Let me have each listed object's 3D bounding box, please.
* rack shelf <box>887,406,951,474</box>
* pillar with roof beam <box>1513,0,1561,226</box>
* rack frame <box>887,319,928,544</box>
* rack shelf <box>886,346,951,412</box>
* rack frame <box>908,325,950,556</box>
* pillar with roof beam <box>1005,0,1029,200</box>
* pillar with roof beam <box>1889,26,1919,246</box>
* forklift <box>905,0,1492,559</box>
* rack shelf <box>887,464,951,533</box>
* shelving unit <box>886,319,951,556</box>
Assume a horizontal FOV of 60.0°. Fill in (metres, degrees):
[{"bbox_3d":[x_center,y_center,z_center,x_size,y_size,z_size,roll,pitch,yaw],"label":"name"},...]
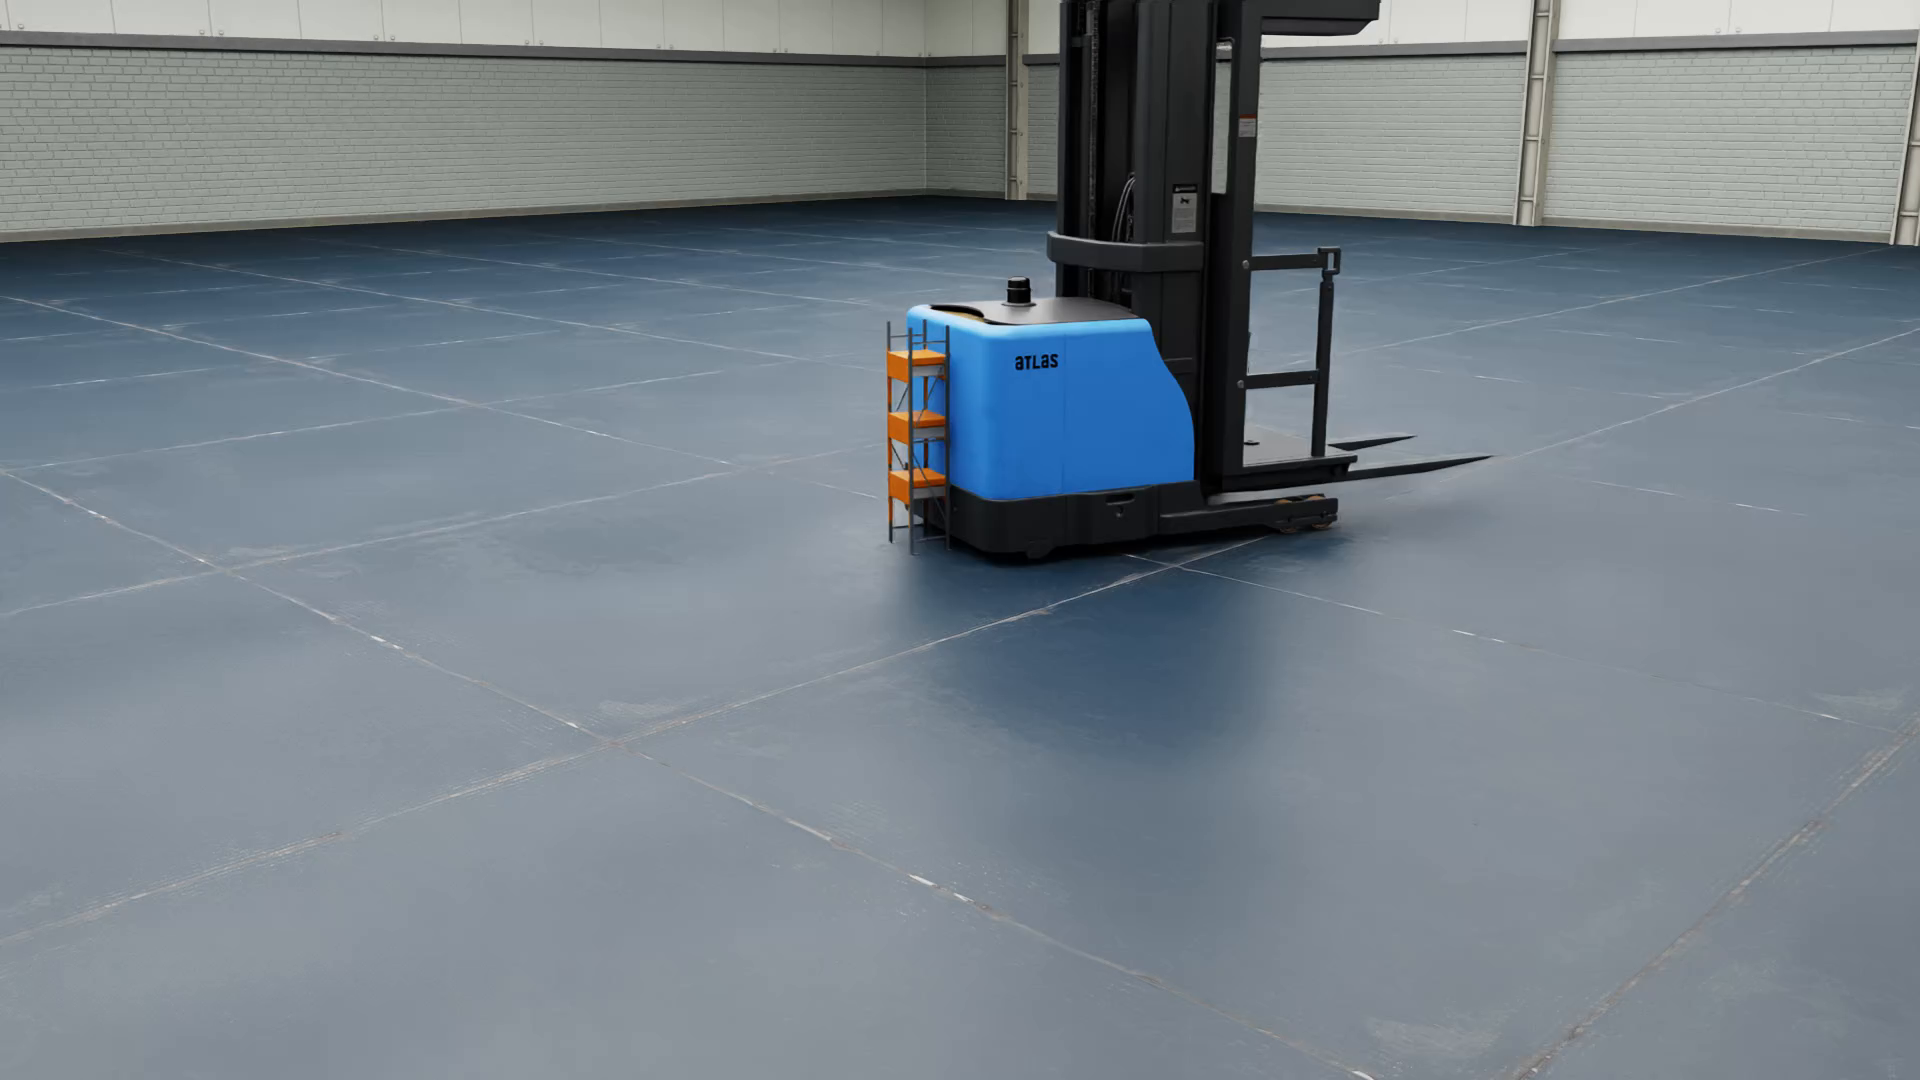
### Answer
[{"bbox_3d":[-0.191,-0.464,7.673,0.215,0.259,0.240,-7,16,-25],"label":"rack shelf"},{"bbox_3d":[6.899,-9.058,24.848,0.400,9.000,9.100,14,20,42],"label":"pillar with roof beam"},{"bbox_3d":[-0.244,-0.502,7.777,0.200,1.050,0.008,-7,16,-25],"label":"rack frame"},{"bbox_3d":[-0.191,-0.739,7.602,0.215,0.259,0.240,-7,16,-25],"label":"rack shelf"},{"bbox_3d":[-0.138,-0.447,7.564,0.200,1.050,0.008,-7,16,-25],"label":"rack frame"},{"bbox_3d":[-1.740,-11.158,32.908,0.400,9.000,9.100,14,20,42],"label":"pillar with roof beam"},{"bbox_3d":[11.218,-8.008,20.818,0.400,9.000,9.100,14,20,42],"label":"pillar with roof beam"},{"bbox_3d":[1.287,-1.561,8.110,3.031,2.935,1.130,-7,16,-24],"label":"forklift"},{"bbox_3d":[-0.191,-0.195,7.744,0.215,0.259,0.240,-7,16,-25],"label":"rack shelf"},{"bbox_3d":[-0.191,-0.474,7.671,0.215,1.050,0.252,-7,16,-25],"label":"shelving unit"}]
